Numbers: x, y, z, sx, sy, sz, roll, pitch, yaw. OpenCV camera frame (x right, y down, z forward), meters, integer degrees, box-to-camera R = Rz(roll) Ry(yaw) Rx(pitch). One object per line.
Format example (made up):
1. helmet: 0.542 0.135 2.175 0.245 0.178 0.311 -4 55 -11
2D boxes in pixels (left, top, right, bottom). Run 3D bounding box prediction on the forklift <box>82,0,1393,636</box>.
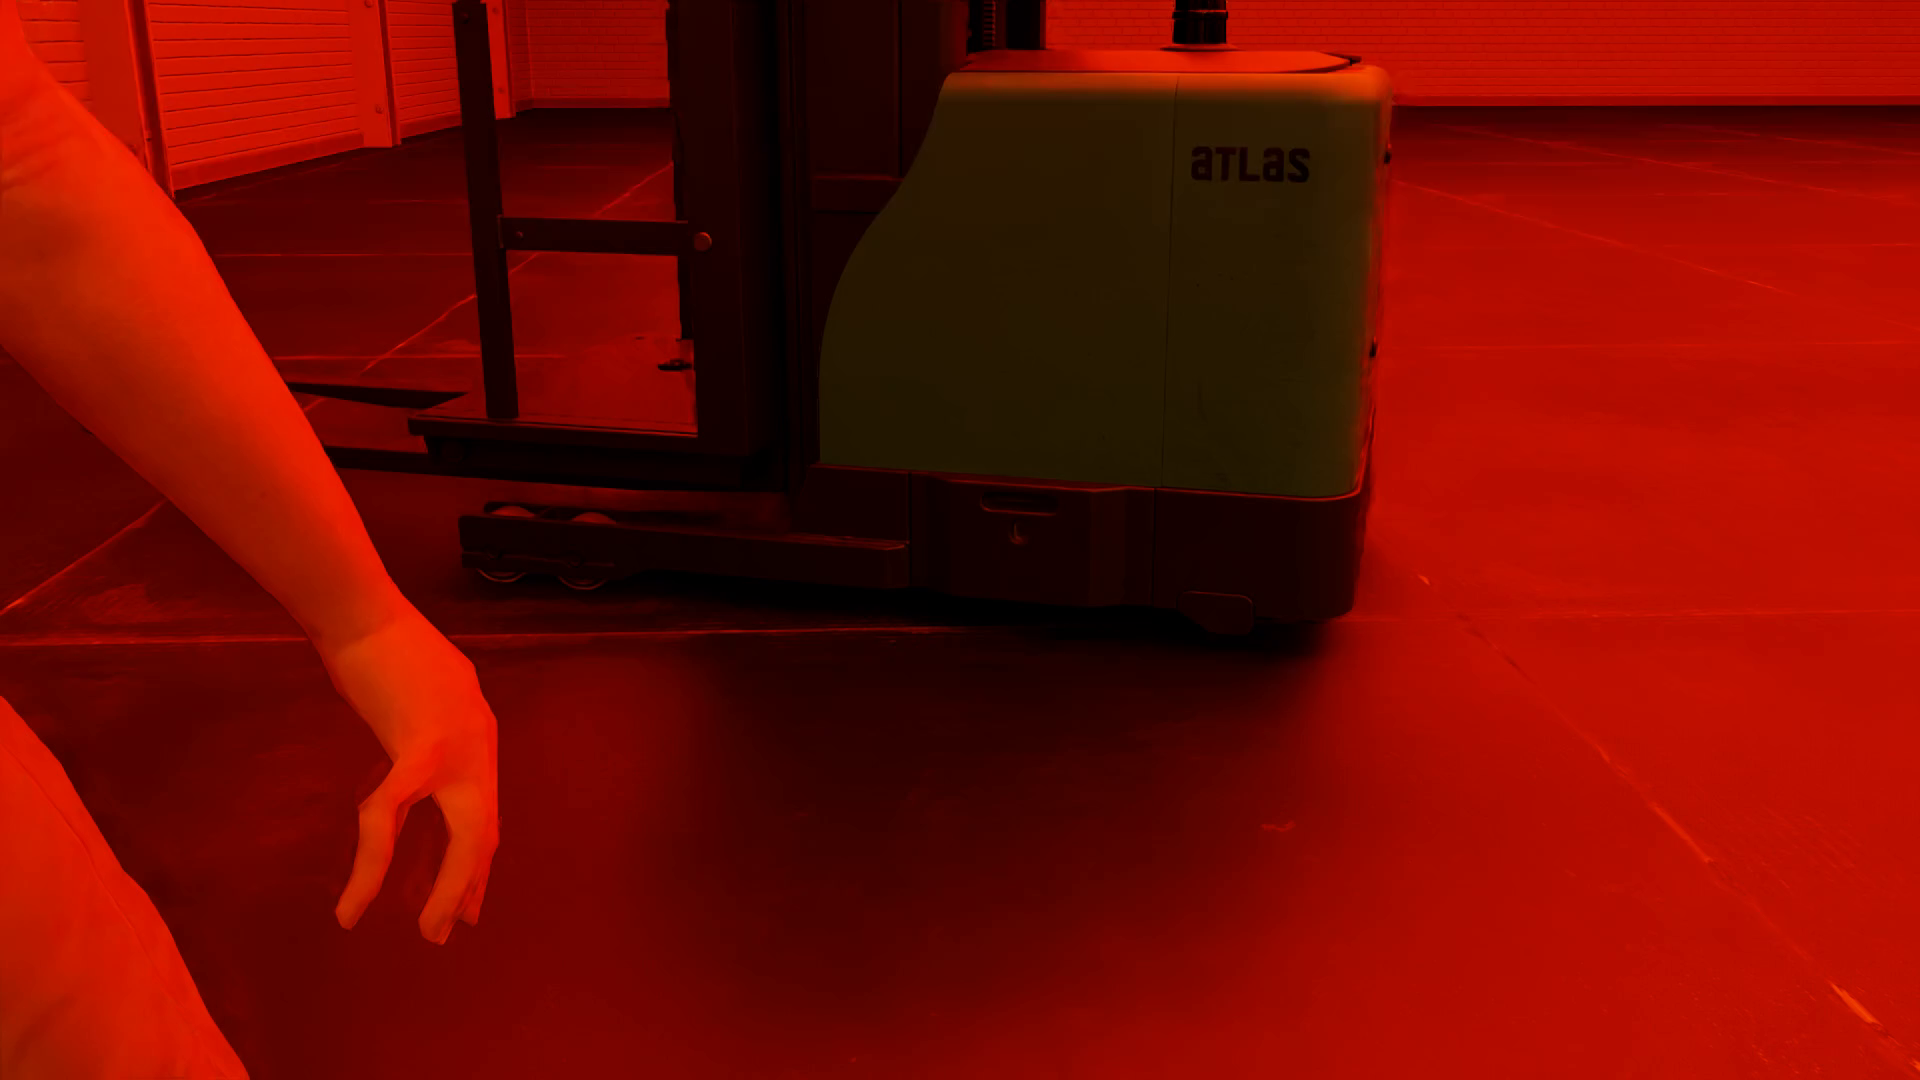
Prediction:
1. forklift: -0.586 -1.436 3.602 3.031 2.935 1.130 5 18 15
